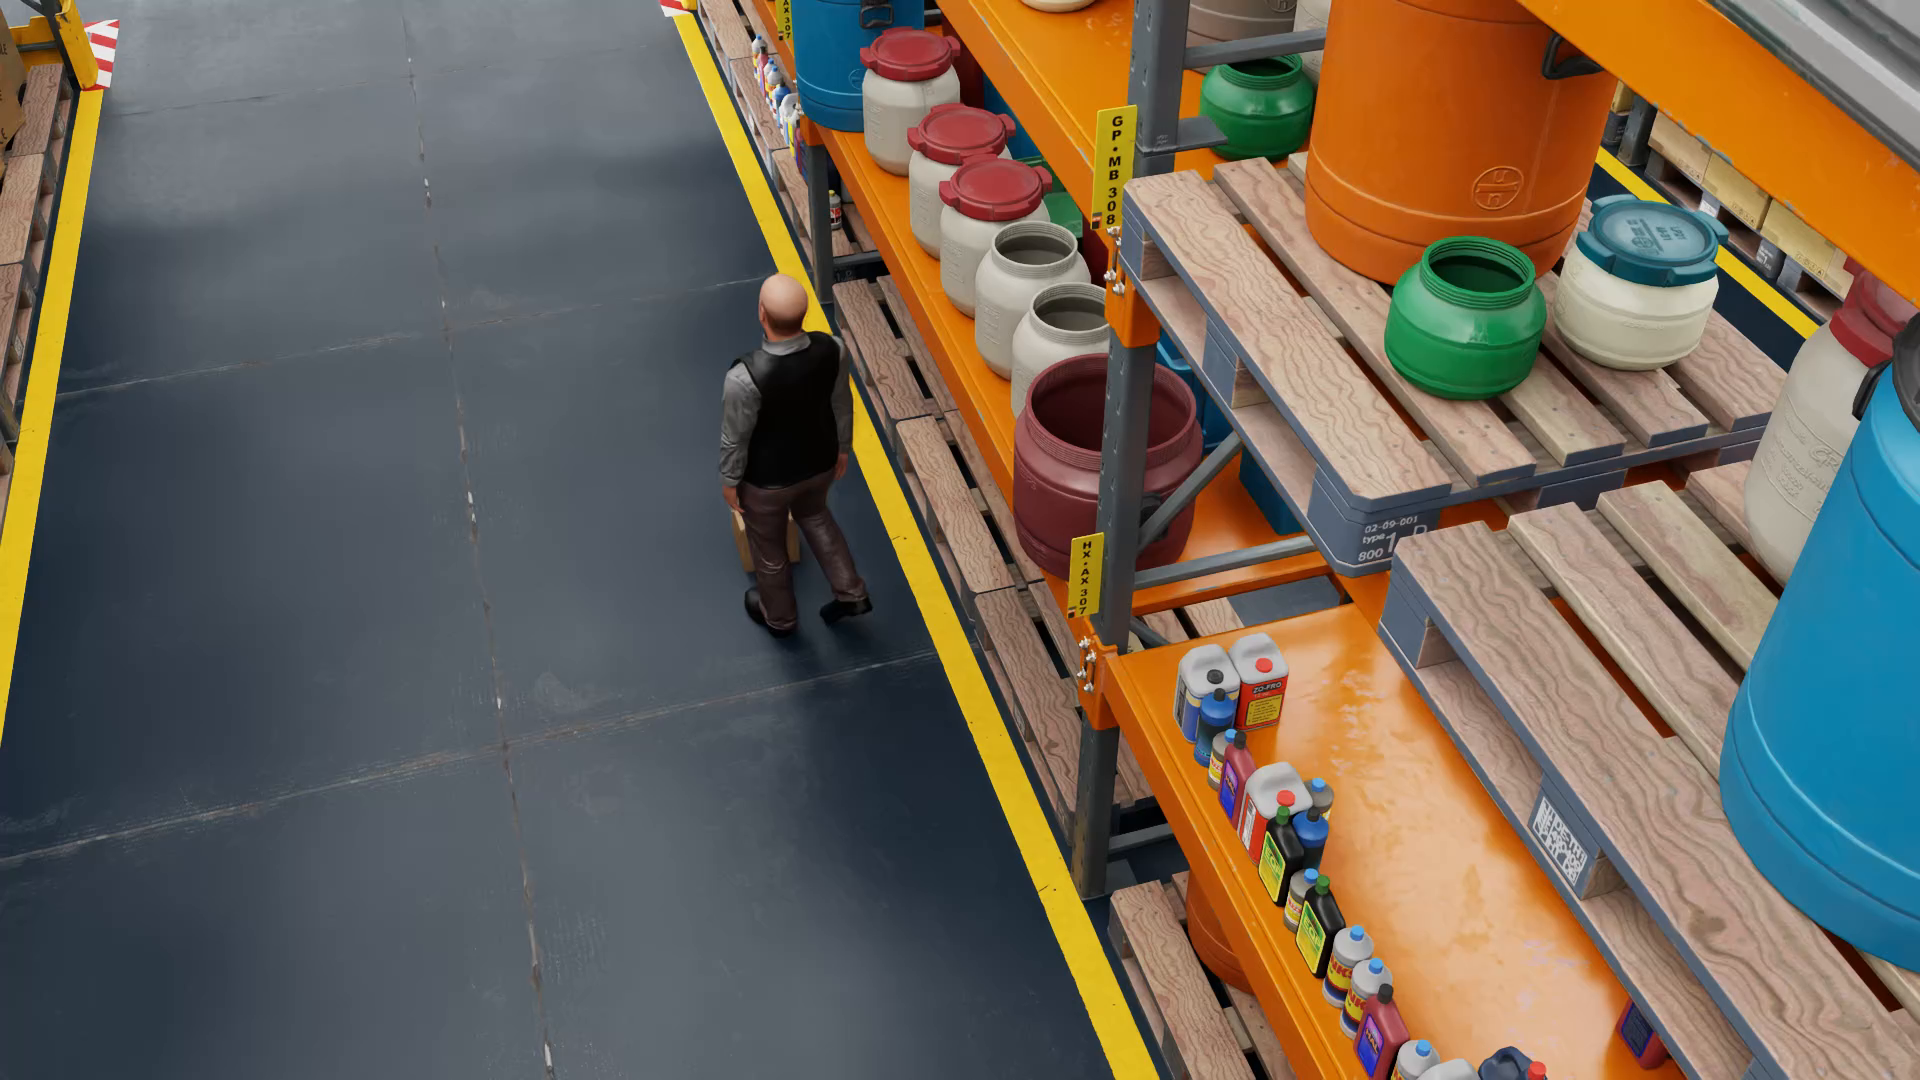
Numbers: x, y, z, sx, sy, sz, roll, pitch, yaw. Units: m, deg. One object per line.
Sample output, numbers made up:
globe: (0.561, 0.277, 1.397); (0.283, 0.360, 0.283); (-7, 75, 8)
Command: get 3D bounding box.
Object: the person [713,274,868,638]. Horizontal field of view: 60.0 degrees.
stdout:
person: (-0.694, -0.284, 6.486); (0.564, 1.720, 0.514); (-26, 48, -26)
